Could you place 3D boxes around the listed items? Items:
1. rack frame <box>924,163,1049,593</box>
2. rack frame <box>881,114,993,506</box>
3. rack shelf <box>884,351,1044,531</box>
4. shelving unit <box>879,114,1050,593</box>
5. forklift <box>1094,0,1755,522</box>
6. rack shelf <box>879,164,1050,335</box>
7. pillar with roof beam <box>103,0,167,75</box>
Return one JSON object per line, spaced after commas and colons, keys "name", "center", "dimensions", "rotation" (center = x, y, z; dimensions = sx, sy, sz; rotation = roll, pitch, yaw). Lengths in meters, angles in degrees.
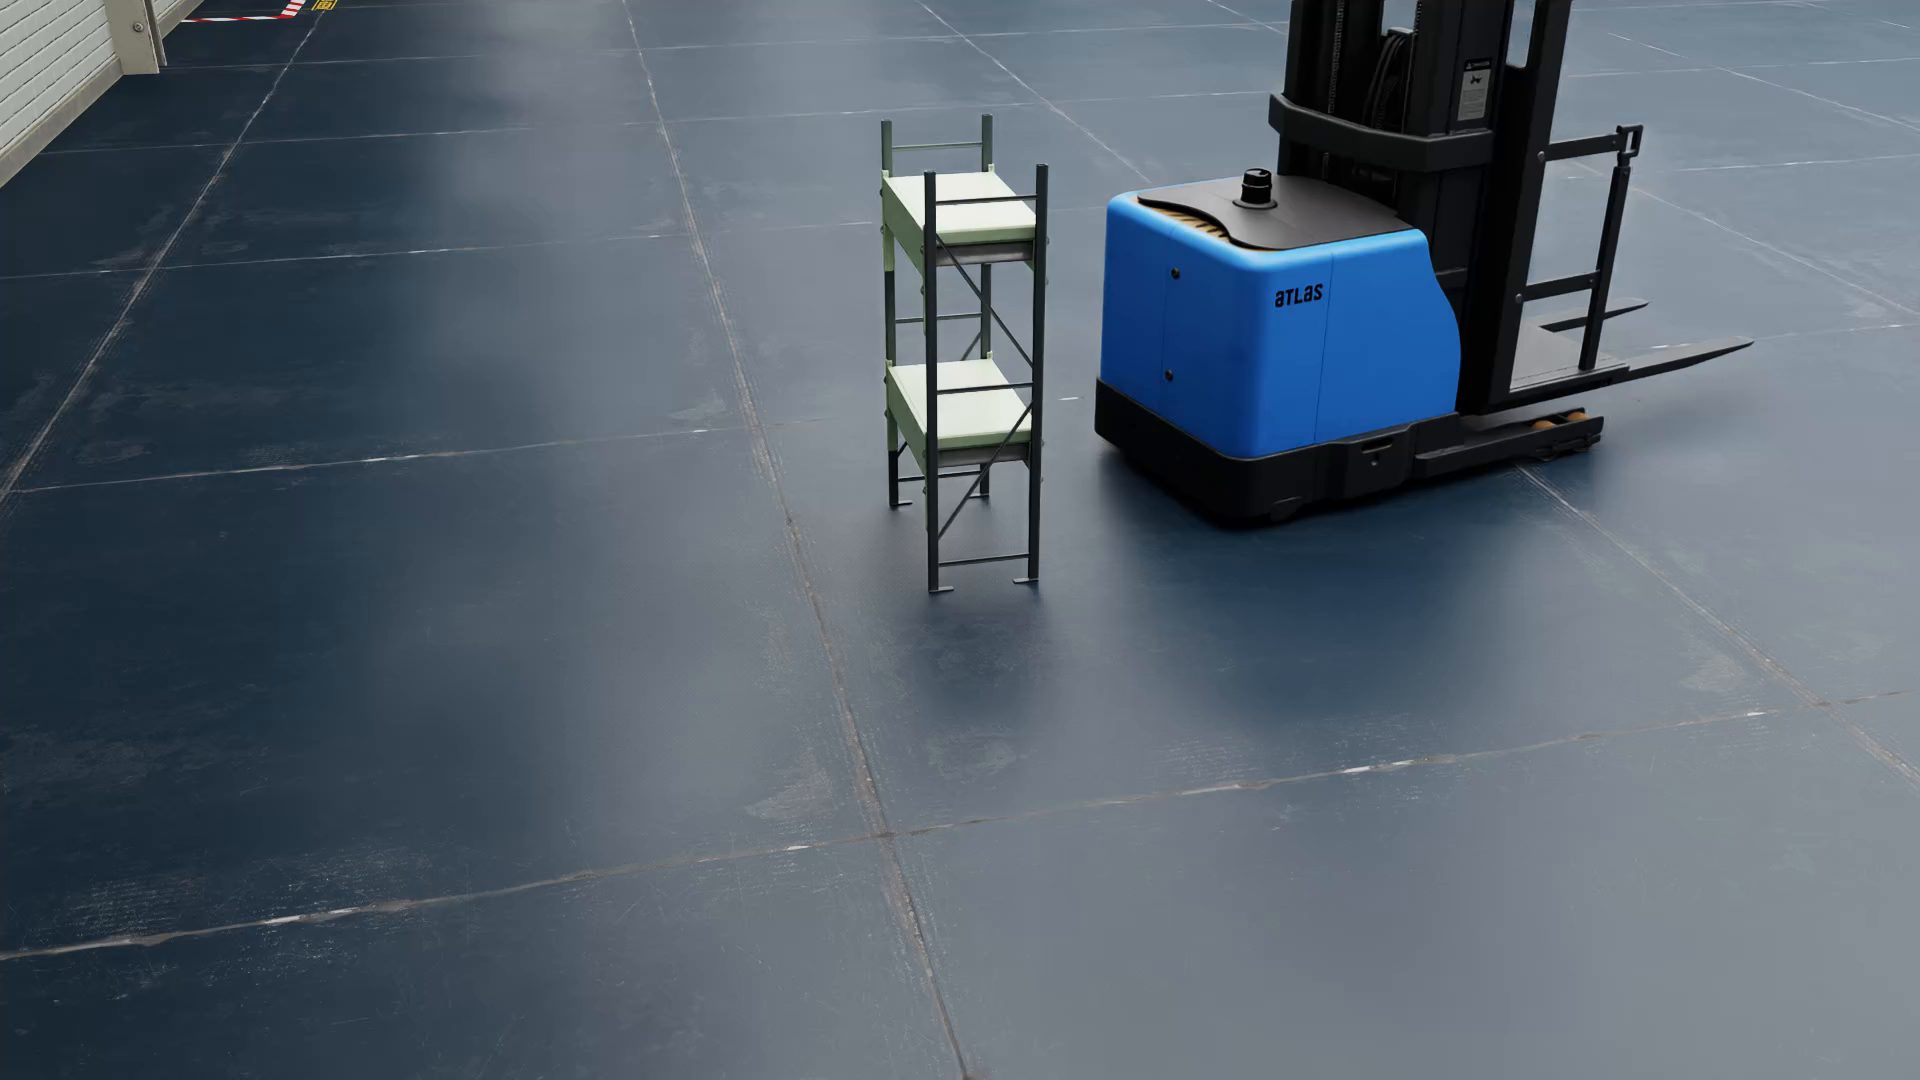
{"name": "rack frame", "center": [0.084, -0.506, 5.588], "dimensions": [0.400, 1.500, 0.023], "rotation": [-6, 27, -12]}
{"name": "rack frame", "center": [-0.081, -0.827, 6.225], "dimensions": [0.400, 1.500, 0.023], "rotation": [-6, 27, -12]}
{"name": "rack shelf", "center": [0.002, -0.376, 6.053], "dimensions": [0.431, 0.370, 0.720], "rotation": [-6, 27, -12]}
{"name": "shelving unit", "center": [0.002, -0.667, 5.906], "dimensions": [0.431, 1.500, 0.755], "rotation": [-6, 27, -12]}
{"name": "forklift", "center": [2.115, -1.833, 6.628], "dimensions": [3.031, 2.935, 1.130], "rotation": [-13, 30, -24]}
{"name": "rack shelf", "center": [0.002, -1.015, 5.730], "dimensions": [0.431, 0.370, 0.720], "rotation": [-6, 27, -12]}
{"name": "pillar with roof beam", "center": [-2.791, -8.477, 13.059], "dimensions": [9.100, 9.000, 0.400], "rotation": [-6, 27, -12]}
